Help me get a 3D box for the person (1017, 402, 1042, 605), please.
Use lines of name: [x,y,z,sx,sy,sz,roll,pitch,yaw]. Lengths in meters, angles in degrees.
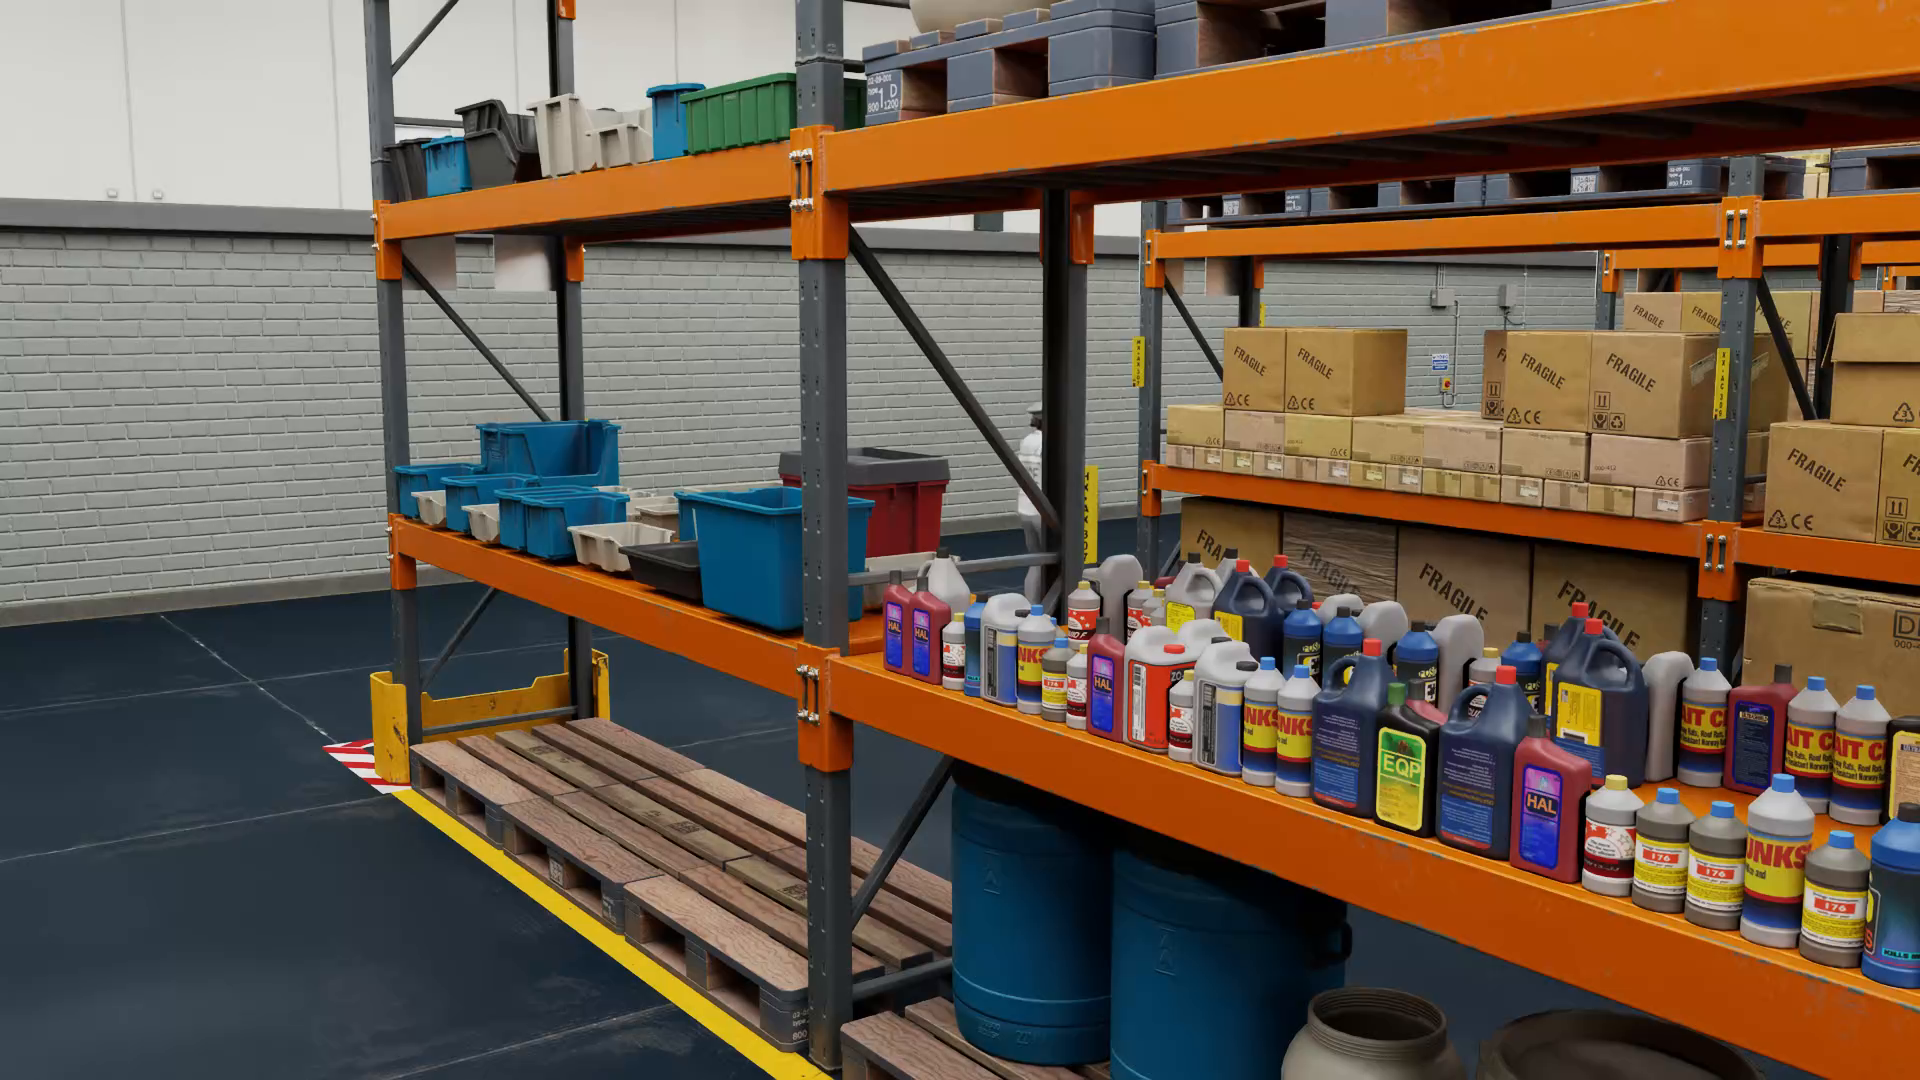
person: [0.644,-0.176,11.992,0.429,1.684,0.479,-5,9,-30]
